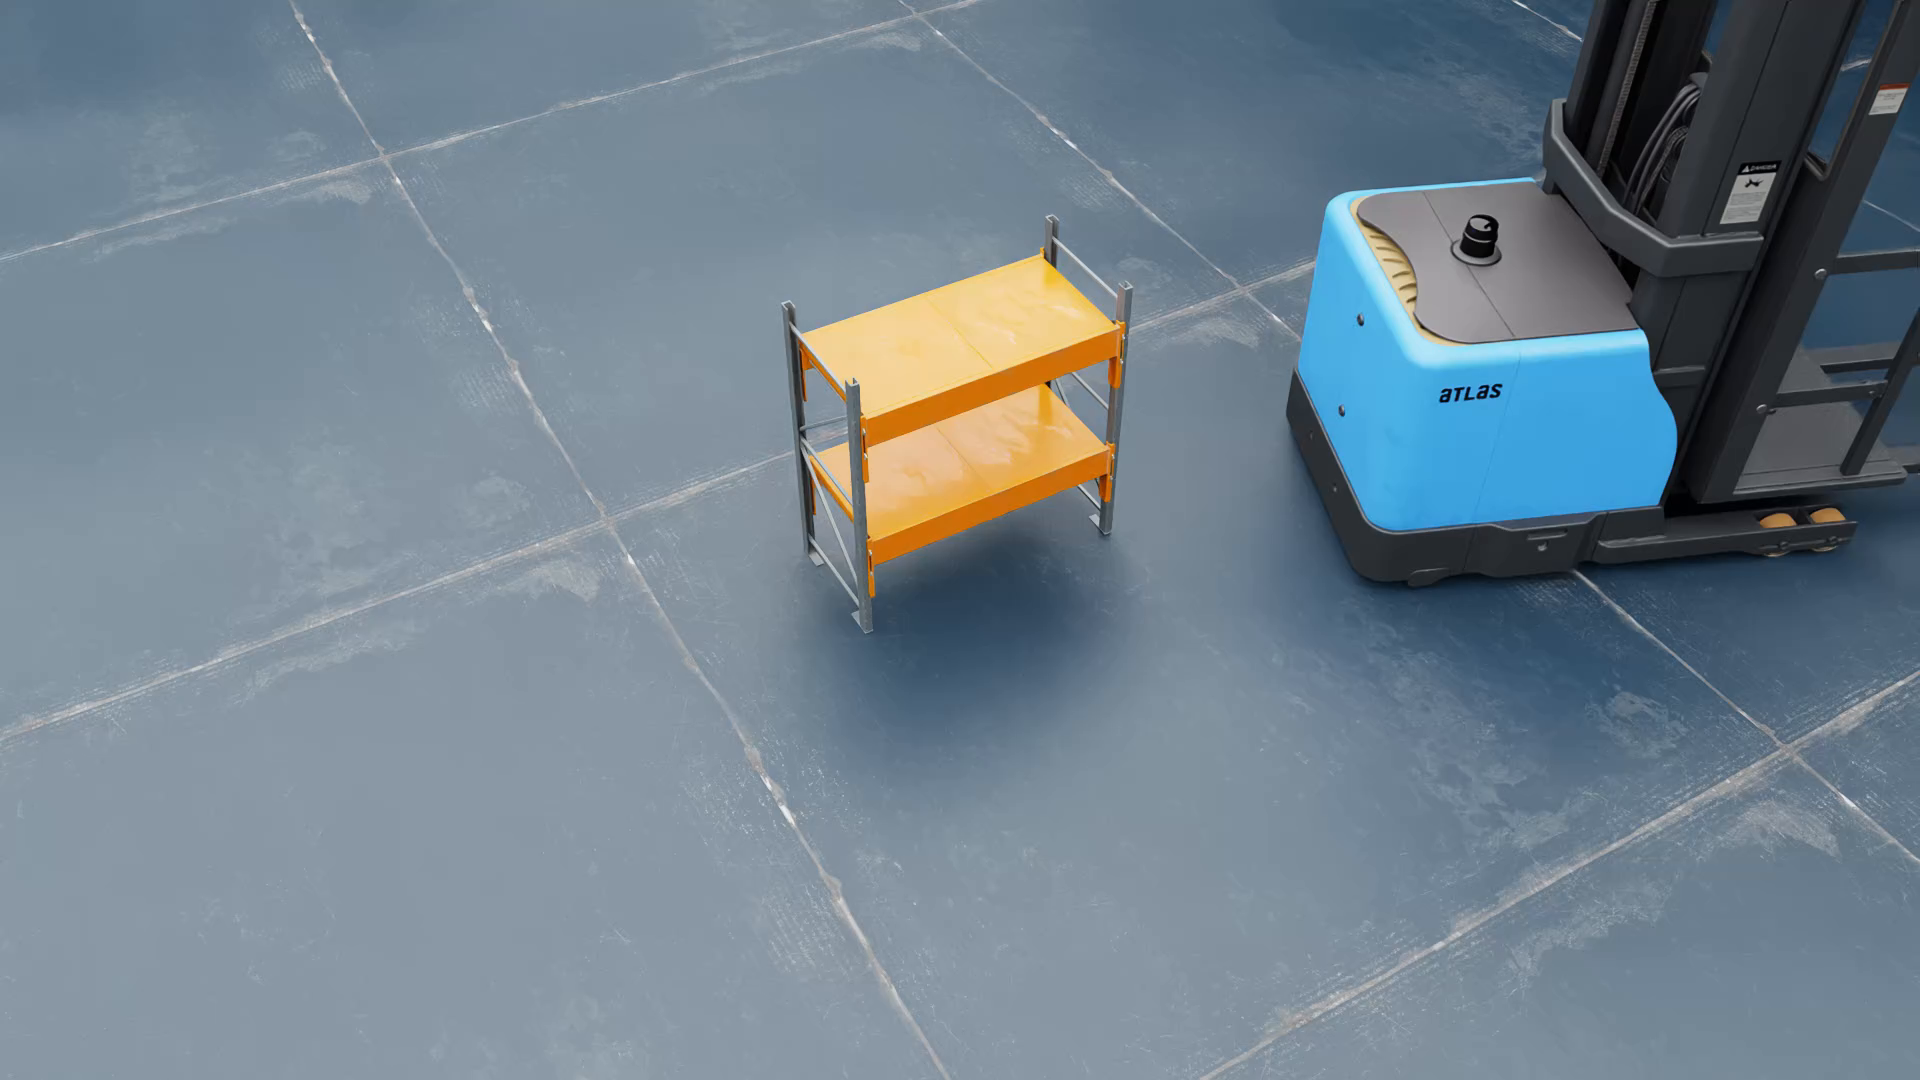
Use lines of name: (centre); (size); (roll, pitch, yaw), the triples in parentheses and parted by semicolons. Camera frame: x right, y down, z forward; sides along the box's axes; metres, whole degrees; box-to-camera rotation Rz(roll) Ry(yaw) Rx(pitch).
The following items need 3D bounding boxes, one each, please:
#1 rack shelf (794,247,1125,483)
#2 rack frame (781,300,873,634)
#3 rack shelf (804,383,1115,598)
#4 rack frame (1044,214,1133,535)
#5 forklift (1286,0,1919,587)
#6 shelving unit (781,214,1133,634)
rack shelf: (-0.006, -0.611, 5.652); (1.000, 0.278, 0.538); (-22, 48, -21)
rack frame: (-0.447, -0.225, 5.674); (0.032, 1.125, 0.500); (-22, 48, -21)
rack shelf: (-0.006, -0.226, 6.026); (1.000, 0.278, 0.538); (-22, 48, -21)
rack frame: (0.435, -0.578, 6.038); (0.032, 1.125, 0.500); (-22, 48, -21)
forklift: (2.865, -1.350, 5.537); (3.031, 2.935, 1.130); (-6, 44, -6)
shelving unit: (-0.006, -0.401, 5.856); (1.048, 1.125, 0.538); (-22, 48, -21)
